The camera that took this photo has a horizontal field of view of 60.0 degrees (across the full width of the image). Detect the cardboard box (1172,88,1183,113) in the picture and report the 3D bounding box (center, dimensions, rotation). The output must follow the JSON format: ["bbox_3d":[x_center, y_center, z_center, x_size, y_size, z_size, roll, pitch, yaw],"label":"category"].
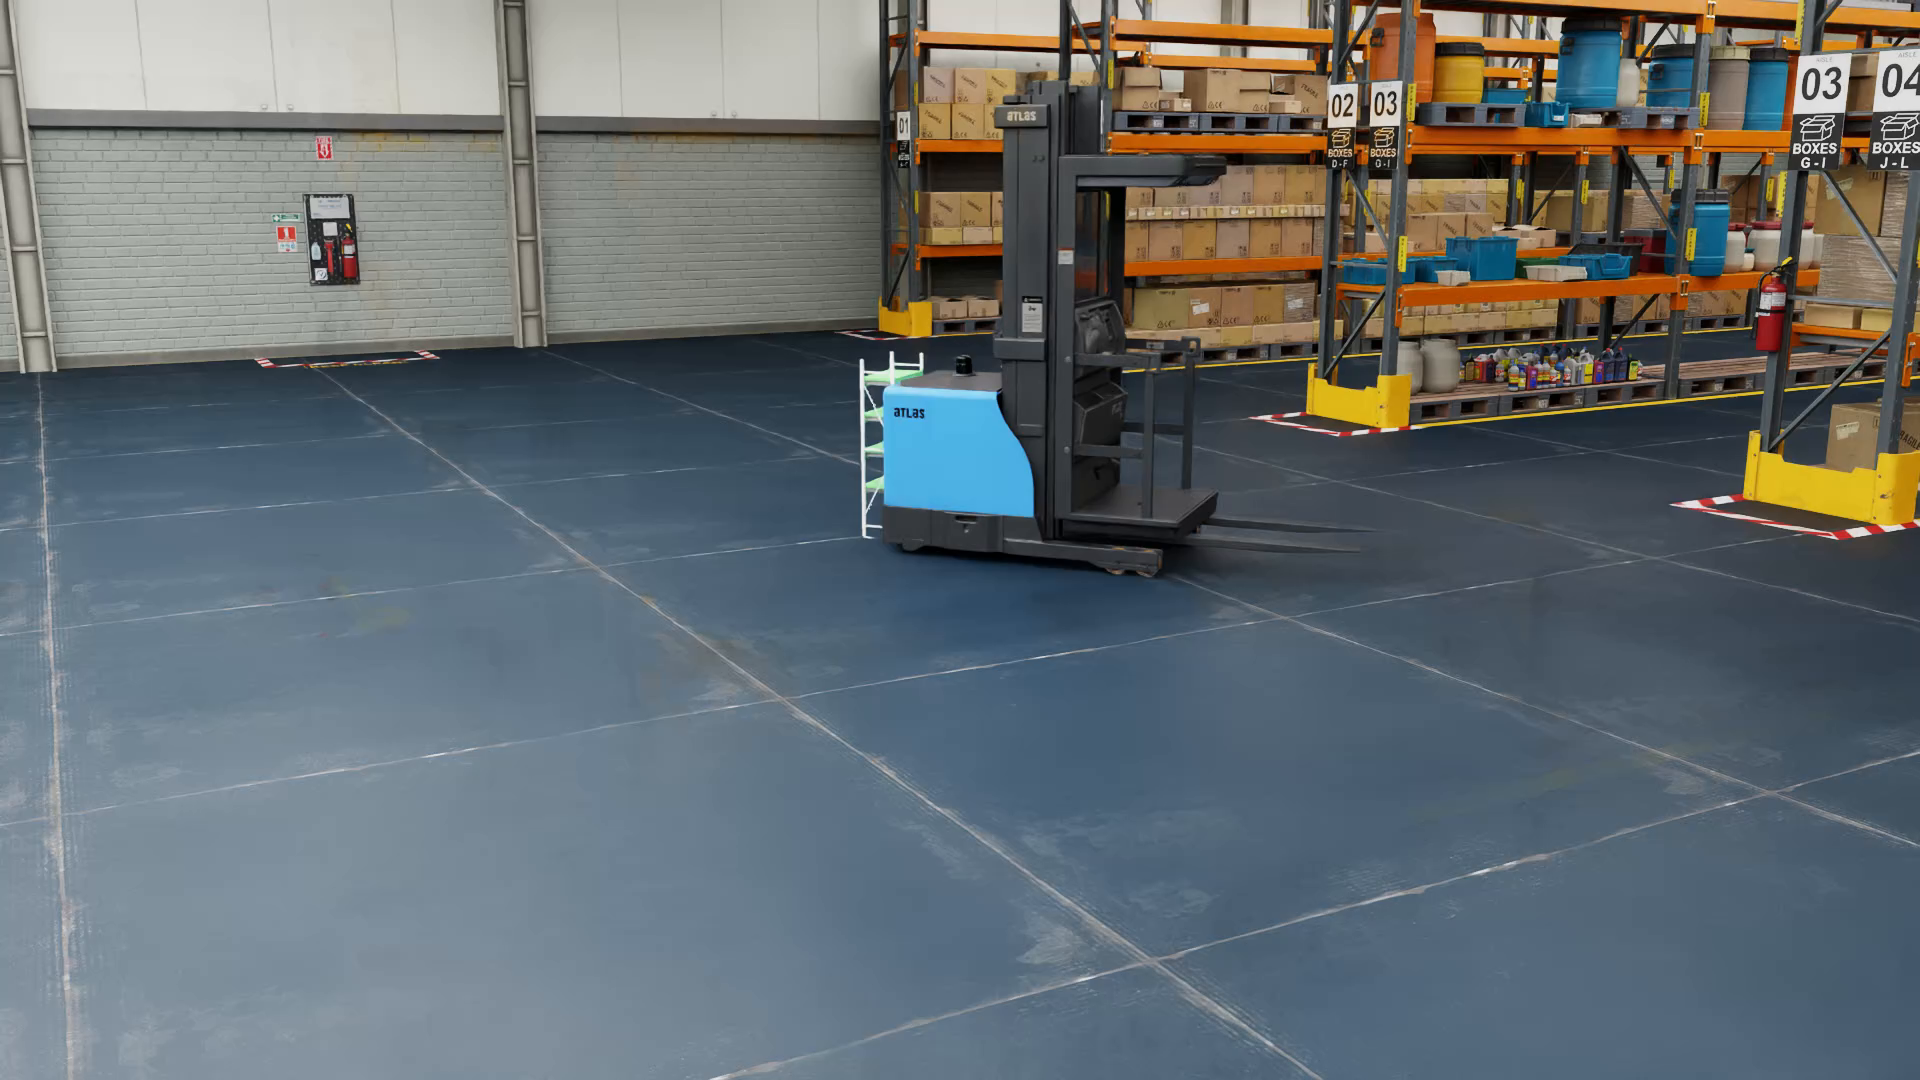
[{"bbox_3d":[2.862,-5.513,20.871,0.500,0.311,0.500,-5,14,-21],"label":"cardboard box"}]

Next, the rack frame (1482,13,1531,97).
[{"bbox_3d":[9.646,-8.733,29.419,0.127,3.000,1.000,-7,14,-28],"label":"rack frame"}]

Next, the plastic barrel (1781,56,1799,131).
[{"bbox_3d":[9.483,-5.036,18.844,0.708,0.830,0.600,-7,14,-28],"label":"plastic barrel"}]

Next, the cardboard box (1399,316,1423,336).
[{"bbox_3d":[5.923,-2.922,22.568,0.500,0.250,0.500,-6,14,-26],"label":"cardboard box"}]

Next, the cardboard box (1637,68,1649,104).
[{"bbox_3d":[9.793,-6.583,24.193,0.500,0.500,0.500,-7,14,-28],"label":"cardboard box"}]

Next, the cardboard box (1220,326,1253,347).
[{"bbox_3d":[3.384,-2.624,21.244,0.500,0.250,0.500,-7,14,-28],"label":"cardboard box"}]

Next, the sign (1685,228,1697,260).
[{"bbox_3d":[7.625,-3.083,17.348,0.005,0.325,0.100,-7,14,-28],"label":"sign"}]

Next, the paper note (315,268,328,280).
[{"bbox_3d":[-8.330,-3.465,21.682,0.142,0.148,0.016,-7,14,-28],"label":"paper note"}]

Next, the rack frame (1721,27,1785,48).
[{"bbox_3d":[12.022,-7.779,25.179,0.127,3.000,1.000,-7,14,-28],"label":"rack frame"}]

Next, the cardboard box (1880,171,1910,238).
[{"bbox_3d":[6.846,-2.367,11.614,0.500,0.500,0.500,-7,14,-28],"label":"cardboard box"}]

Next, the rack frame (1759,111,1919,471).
[{"bbox_3d":[6.233,-1.680,11.743,0.127,3.000,1.000,-7,14,-28],"label":"rack frame"}]

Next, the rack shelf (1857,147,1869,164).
[{"bbox_3d":[12.637,-4.799,20.409,4.000,0.370,1.077,-7,14,-28],"label":"rack shelf"}]

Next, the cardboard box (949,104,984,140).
[{"bbox_3d":[0.015,-6.103,24.289,0.500,0.500,0.500,-6,14,-24],"label":"cardboard box"}]

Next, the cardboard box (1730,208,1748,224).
[{"bbox_3d":[12.338,-5.003,26.280,0.500,0.500,0.500,-7,14,-27],"label":"cardboard box"}]

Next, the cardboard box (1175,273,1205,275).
[{"bbox_3d":[3.647,-4.453,27.049,0.500,0.250,0.500,-7,15,-29],"label":"cardboard box"}]

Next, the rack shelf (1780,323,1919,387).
[{"bbox_3d":[7.988,-1.540,12.757,4.000,0.370,1.077,-7,14,-28],"label":"rack shelf"}]

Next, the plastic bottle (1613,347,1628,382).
[{"bbox_3d":[6.943,-1.855,17.549,0.185,0.351,0.144,-7,15,-29],"label":"plastic bottle"}]

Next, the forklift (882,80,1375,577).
[{"bbox_3d":[1.064,-1.336,10.369,3.031,2.935,1.130,5,14,21],"label":"forklift"}]

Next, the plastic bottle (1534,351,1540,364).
[{"bbox_3d":[6.186,-1.892,17.895,0.097,0.271,0.097,0,13,0],"label":"plastic bottle"}]

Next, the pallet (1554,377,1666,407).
[{"bbox_3d":[6.761,-1.633,17.883,1.213,0.211,1.003,-7,14,-28],"label":"pallet"}]

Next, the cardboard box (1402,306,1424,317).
[{"bbox_3d":[5.924,-3.195,22.502,0.500,0.311,0.500,-7,14,-29],"label":"cardboard box"}]

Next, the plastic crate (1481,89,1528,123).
[{"bbox_3d":[5.389,-4.349,16.806,0.575,0.384,0.392,-7,14,-28],"label":"plastic crate"}]

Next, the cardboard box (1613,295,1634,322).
[{"bbox_3d":[9.505,-3.475,24.412,0.500,0.500,0.500,-7,15,-30],"label":"cardboard box"}]

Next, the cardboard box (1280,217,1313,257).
[{"bbox_3d":[4.154,-3.955,21.622,0.500,0.500,0.700,-7,14,-28],"label":"cardboard box"}]

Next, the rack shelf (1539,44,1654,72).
[{"bbox_3d":[10.267,-7.022,24.367,4.000,0.370,1.077,-7,14,-28],"label":"rack shelf"}]

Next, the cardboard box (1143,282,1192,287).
[{"bbox_3d":[2.688,-3.041,21.387,0.500,0.500,0.500,-7,14,-28],"label":"cardboard box"}]

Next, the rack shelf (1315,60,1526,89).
[{"bbox_3d":[7.890,-7.977,28.607,4.000,0.370,1.077,-7,14,-28],"label":"rack shelf"}]

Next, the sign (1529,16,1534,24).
[{"bbox_3d":[9.916,-9.124,28.849,0.005,0.325,0.100,-7,14,-28],"label":"sign"}]

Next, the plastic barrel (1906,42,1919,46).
[{"bbox_3d":[11.381,-5.413,19.565,0.708,0.830,0.600,-7,14,-28],"label":"plastic barrel"}]

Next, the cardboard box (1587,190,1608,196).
[{"bbox_3d":[11.407,-6.161,30.970,0.700,0.700,0.980,-8,15,-31],"label":"cardboard box"}]

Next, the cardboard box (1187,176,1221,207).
[{"bbox_3d":[2.853,-4.433,20.794,0.500,0.500,0.700,-7,14,-28],"label":"cardboard box"}]

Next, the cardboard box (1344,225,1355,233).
[{"bbox_3d":[6.535,-5.263,28.189,0.250,0.149,0.380,-7,14,-29],"label":"cardboard box"}]

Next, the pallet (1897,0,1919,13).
[{"bbox_3d":[11.529,-6.186,19.441,1.003,0.211,1.213,-7,14,-28],"label":"pallet"}]

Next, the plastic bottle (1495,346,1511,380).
[{"bbox_3d":[5.761,-1.889,17.701,0.185,0.351,0.144,-6,14,-26],"label":"plastic bottle"}]

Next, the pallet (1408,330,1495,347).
[{"bbox_3d":[6.701,-2.864,23.356,1.213,0.211,1.003,-7,14,-28],"label":"pallet"}]

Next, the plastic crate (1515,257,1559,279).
[{"bbox_3d":[6.044,-2.864,17.485,0.662,0.188,0.450,-7,14,-28],"label":"plastic crate"}]

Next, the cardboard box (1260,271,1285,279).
[{"bbox_3d":[5.020,-4.263,27.912,0.500,0.500,0.700,-7,14,-28],"label":"cardboard box"}]

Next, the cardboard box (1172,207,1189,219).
[{"bbox_3d":[2.610,-4.035,20.502,0.250,0.149,0.380,-7,14,-29],"label":"cardboard box"}]

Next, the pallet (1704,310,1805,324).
[{"bbox_3d":[12.626,-3.564,26.464,1.213,0.211,1.003,-7,14,-28],"label":"pallet"}]

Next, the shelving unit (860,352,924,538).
[{"bbox_3d":[-0.452,-0.643,11.231,0.258,1.200,0.503,5,14,21],"label":"shelving unit"}]

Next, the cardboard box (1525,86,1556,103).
[{"bbox_3d":[10.406,-7.837,29.719,0.500,0.500,0.500,-7,14,-28],"label":"cardboard box"}]

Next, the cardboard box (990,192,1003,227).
[{"bbox_3d":[0.571,-4.942,24.825,0.500,0.500,0.500,-7,15,-30],"label":"cardboard box"}]

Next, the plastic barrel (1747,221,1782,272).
[{"bbox_3d":[8.959,-3.257,18.442,0.433,0.535,0.433,0,13,0],"label":"plastic barrel"}]

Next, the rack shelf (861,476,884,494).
[{"bbox_3d":[-0.452,-0.346,11.298,0.258,0.148,0.480,5,14,21],"label":"rack shelf"}]

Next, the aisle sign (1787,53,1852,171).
[{"bbox_3d":[6.035,-3.000,11.686,0.004,0.787,0.394,-7,14,-28],"label":"aisle sign"}]

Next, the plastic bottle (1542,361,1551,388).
[{"bbox_3d":[5.989,-1.696,17.024,0.097,0.271,0.097,0,13,0],"label":"plastic bottle"}]

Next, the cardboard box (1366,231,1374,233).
[{"bbox_3d":[5.684,-4.073,22.681,0.258,0.266,0.396,-7,15,-29],"label":"cardboard box"}]

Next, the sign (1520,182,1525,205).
[{"bbox_3d":[8.243,-5.061,24.310,0.005,0.325,0.100,-7,14,-28],"label":"sign"}]

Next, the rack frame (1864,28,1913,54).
[{"bbox_3d":[10.882,-6.403,19.066,0.127,3.000,1.000,-7,14,-28],"label":"rack frame"}]

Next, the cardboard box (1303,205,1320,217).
[{"bbox_3d":[4.418,-4.252,21.467,0.250,0.149,0.380,-7,15,-30],"label":"cardboard box"}]

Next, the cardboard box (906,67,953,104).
[{"bbox_3d":[-0.433,-6.547,23.988,0.500,0.500,0.500,-8,15,-32],"label":"cardboard box"}]
